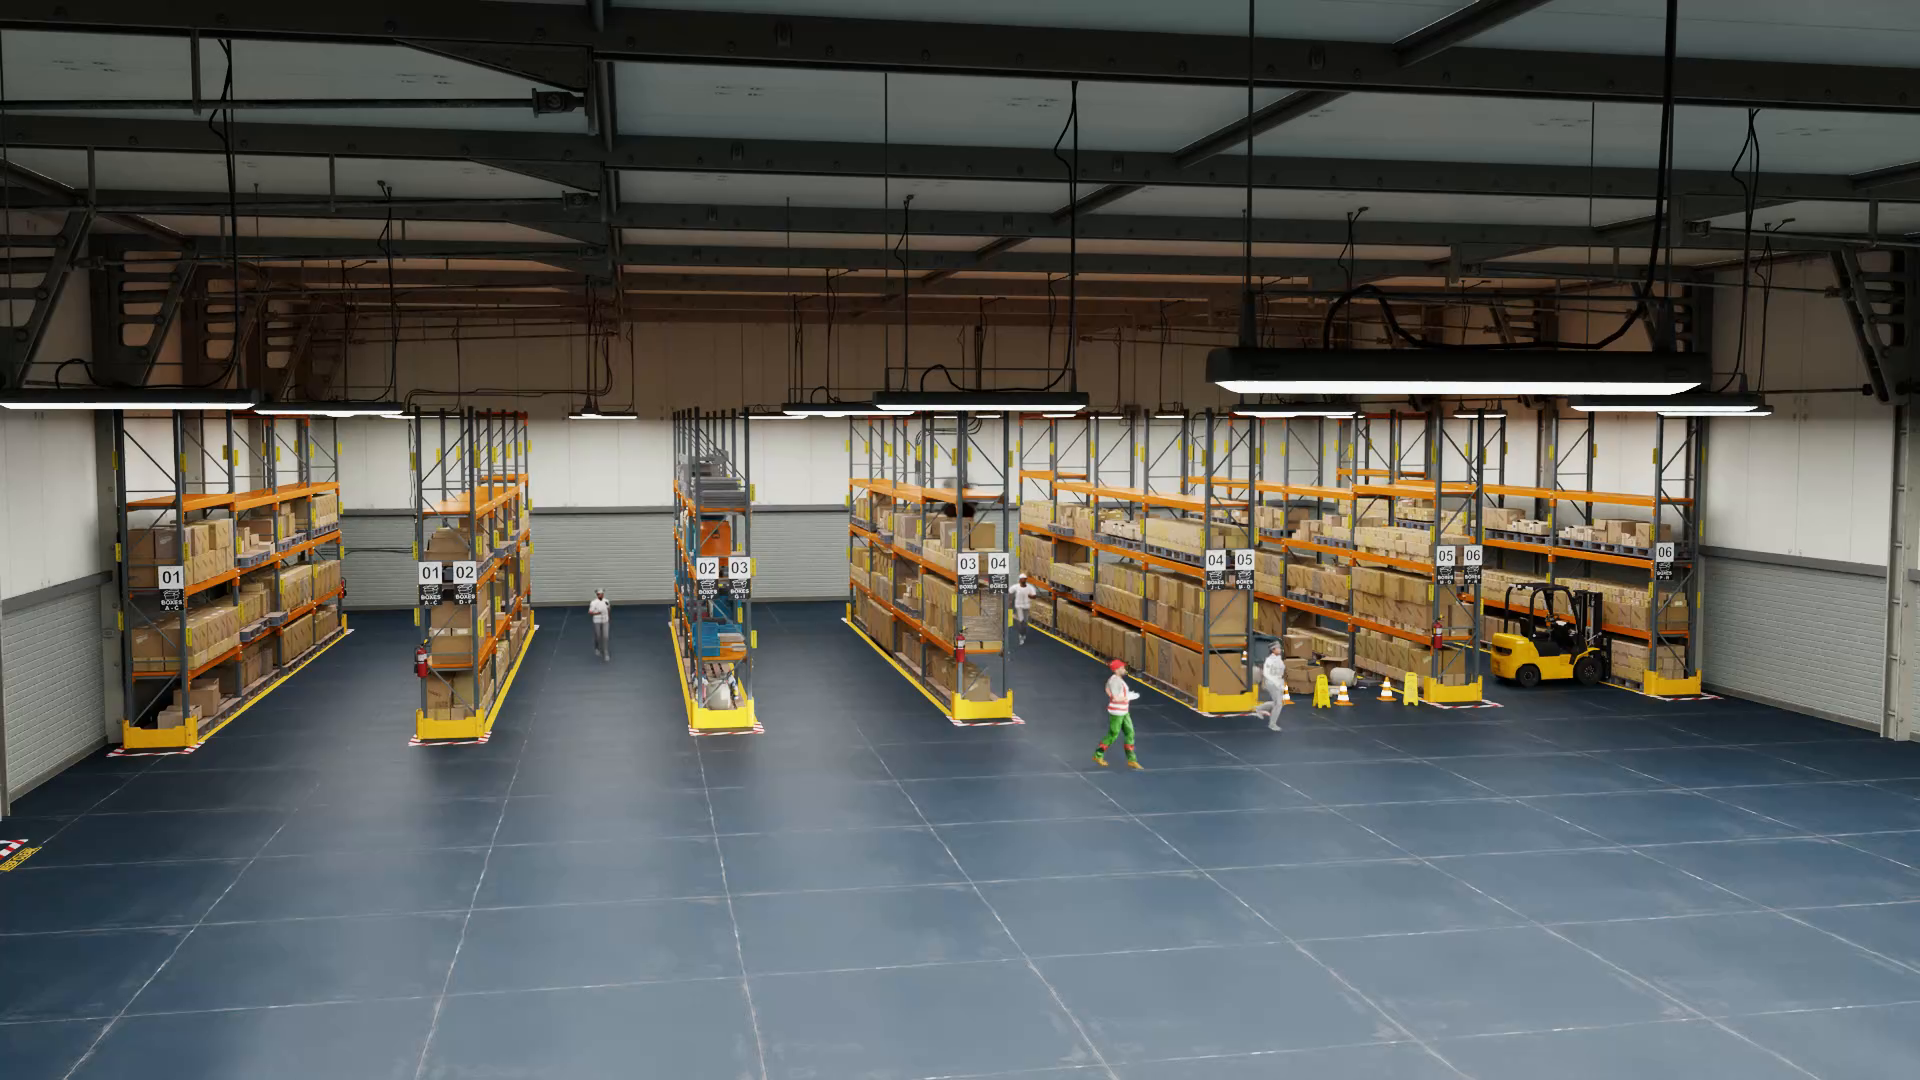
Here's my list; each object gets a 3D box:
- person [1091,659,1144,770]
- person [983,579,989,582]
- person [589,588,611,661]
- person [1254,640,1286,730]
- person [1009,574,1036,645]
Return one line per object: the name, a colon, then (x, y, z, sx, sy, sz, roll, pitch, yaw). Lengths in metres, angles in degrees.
person: (2.586, 2.870, 27.295, 0.857, 1.828, 0.644, 1, 4, 18)
person: (0.717, 1.540, 47.047, 0.692, 1.669, 0.624, -1, 4, -14)
person: (-8.665, 2.008, 40.101, 0.574, 1.721, 0.883, -2, 4, -24)
person: (5.797, 2.697, 31.059, 0.598, 1.684, 0.635, 3, 5, 35)
person: (1.630, 1.765, 43.031, 0.686, 1.802, 0.876, -1, 4, -11)
